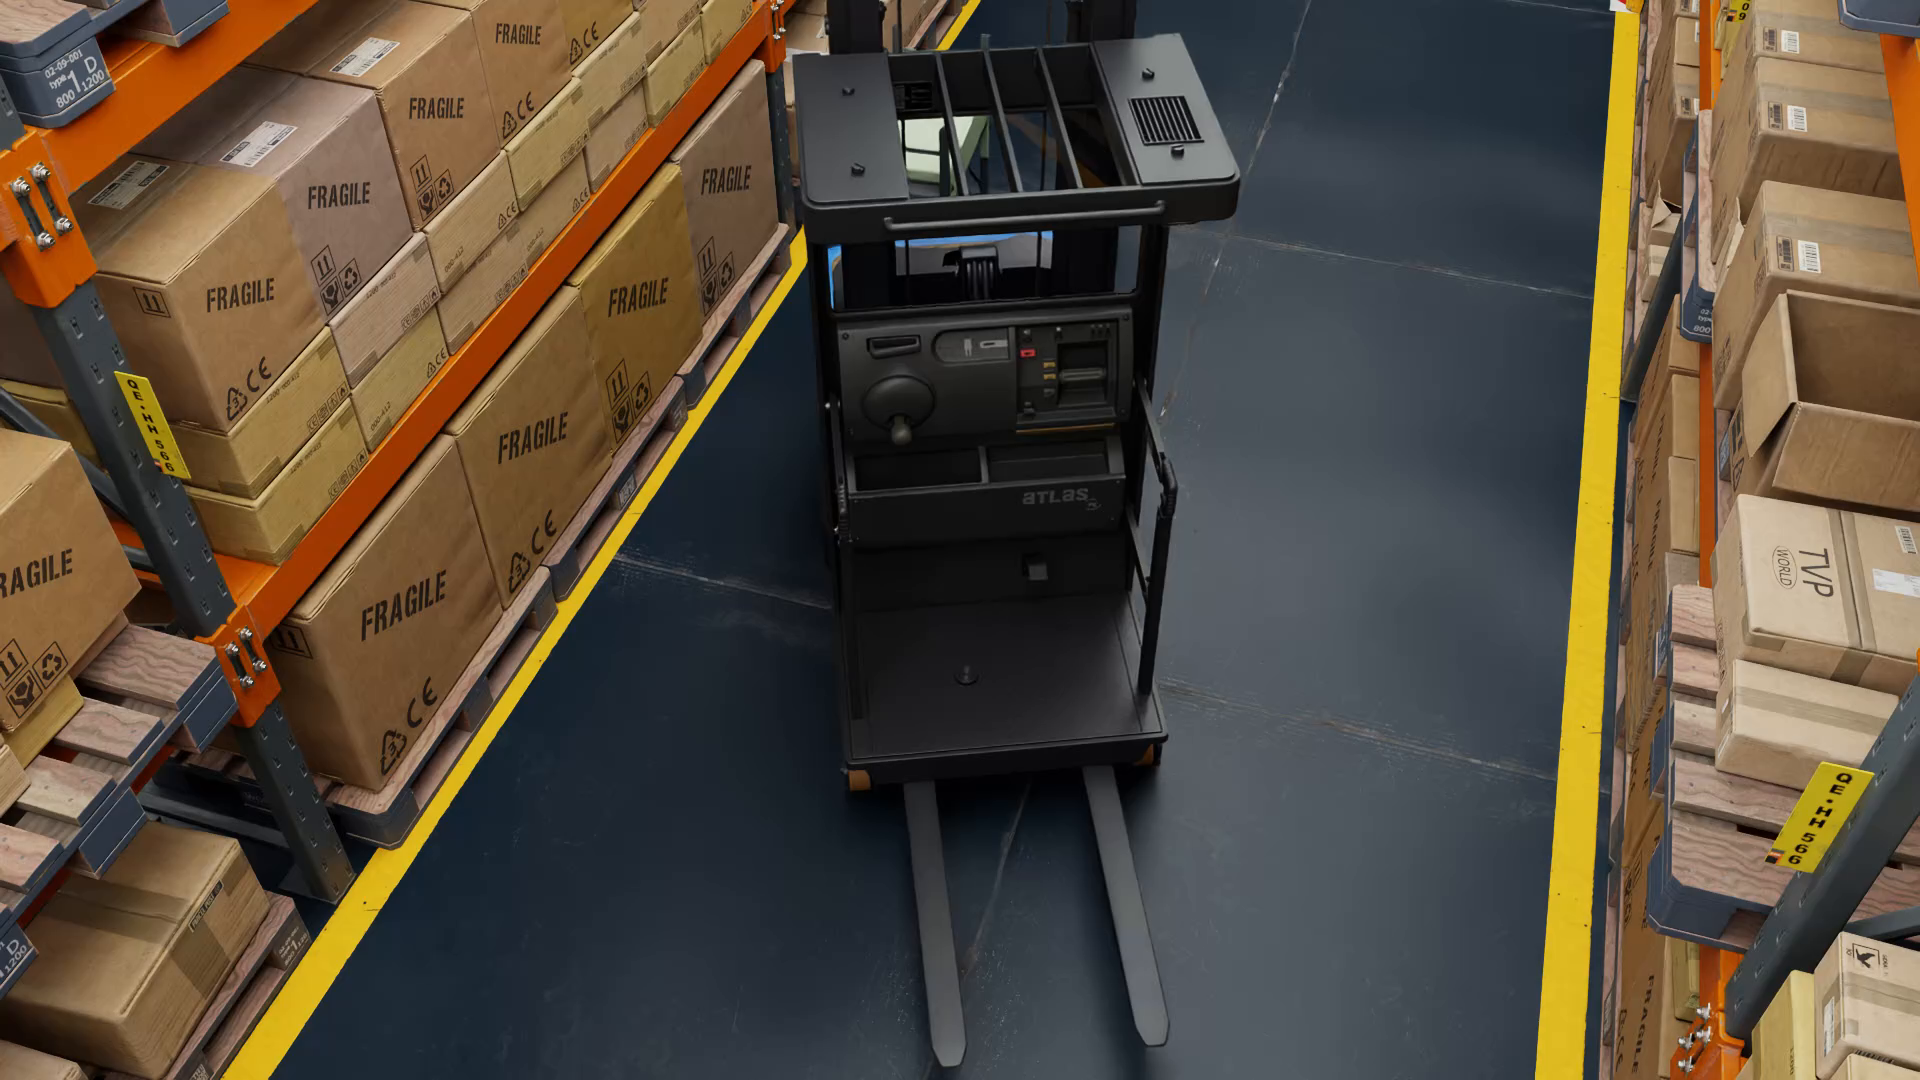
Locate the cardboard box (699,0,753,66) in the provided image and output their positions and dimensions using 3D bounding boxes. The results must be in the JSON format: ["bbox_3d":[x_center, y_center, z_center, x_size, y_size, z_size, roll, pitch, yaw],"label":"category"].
[{"bbox_3d":[-1.206,-2.265,7.027,0.500,0.250,0.500,12,46,12],"label":"cardboard box"}]

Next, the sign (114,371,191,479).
[{"bbox_3d":[-2.002,-0.281,4.122,0.100,0.325,0.005,13,46,13],"label":"sign"}]

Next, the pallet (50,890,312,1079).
[{"bbox_3d":[-2.760,1.513,5.053,1.003,0.211,1.213,13,46,13],"label":"pallet"}]

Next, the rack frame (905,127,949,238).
[{"bbox_3d":[-0.237,-1.017,6.717,0.400,1.500,0.023,9,45,9],"label":"rack frame"}]

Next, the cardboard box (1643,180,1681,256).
[{"bbox_3d":[3.418,-1.466,7.758,0.396,0.266,0.258,14,46,14],"label":"cardboard box"}]

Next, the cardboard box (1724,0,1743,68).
[{"bbox_3d":[3.343,-2.066,6.611,0.500,0.250,0.500,14,46,14],"label":"cardboard box"}]

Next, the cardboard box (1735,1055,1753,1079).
[{"bbox_3d":[1.843,1.342,3.341,0.500,0.250,0.500,13,46,13],"label":"cardboard box"}]

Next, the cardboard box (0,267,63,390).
[{"bbox_3d":[-2.614,-0.798,4.634,0.500,0.500,0.500,11,46,11],"label":"cardboard box"}]

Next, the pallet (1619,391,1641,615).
[{"bbox_3d":[3.211,-0.075,6.676,1.003,0.211,1.213,13,46,13],"label":"pallet"}]

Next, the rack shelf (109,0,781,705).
[{"bbox_3d":[-1.916,-1.081,6.224,1.077,0.370,4.000,13,46,13],"label":"rack shelf"}]

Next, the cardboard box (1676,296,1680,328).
[{"bbox_3d":[3.059,-0.928,6.577,0.380,0.149,0.250,15,46,14],"label":"cardboard box"}]

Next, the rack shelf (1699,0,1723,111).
[{"bbox_3d":[4.027,-2.698,7.877,1.077,0.370,4.000,13,46,13],"label":"rack shelf"}]

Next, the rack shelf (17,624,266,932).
[{"bbox_3d":[-3.127,1.586,3.499,1.077,0.370,4.000,13,46,13],"label":"rack shelf"}]

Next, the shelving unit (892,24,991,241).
[{"bbox_3d":[-0.157,-1.267,6.972,0.431,1.500,0.755,9,45,9],"label":"shelving unit"}]

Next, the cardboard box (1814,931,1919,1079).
[{"bbox_3d":[1.833,0.927,3.123,0.380,0.149,0.250,14,46,14],"label":"cardboard box"}]

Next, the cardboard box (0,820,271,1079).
[{"bbox_3d":[-2.702,1.159,4.999,0.950,0.372,0.625,10,45,10],"label":"cardboard box"}]

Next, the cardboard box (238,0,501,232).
[{"bbox_3d":[-1.827,-1.349,5.197,0.500,0.500,0.500,14,46,14],"label":"cardboard box"}]

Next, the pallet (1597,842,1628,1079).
[{"bbox_3d":[2.472,1.551,5.014,1.003,0.211,1.213,13,46,13],"label":"pallet"}]

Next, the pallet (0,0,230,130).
[{"bbox_3d":[-2.377,-1.450,4.077,1.213,0.211,1.003,15,46,14],"label":"pallet"}]

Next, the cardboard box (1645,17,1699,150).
[{"bbox_3d":[3.806,-2.264,8.406,0.500,0.500,0.500,13,46,13],"label":"cardboard box"}]

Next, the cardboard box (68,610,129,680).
[{"bbox_3d":[-2.397,0.204,4.277,0.380,0.149,0.250,14,46,14],"label":"cardboard box"}]

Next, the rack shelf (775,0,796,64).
[{"bbox_3d":[-0.705,-3.747,8.949,1.077,0.370,4.000,13,46,13],"label":"rack shelf"}]

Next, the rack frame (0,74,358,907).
[{"bbox_3d":[-2.522,-0.005,4.610,1.000,3.000,0.127,13,46,13],"label":"rack frame"}]

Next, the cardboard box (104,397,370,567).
[{"bbox_3d":[-2.134,-0.224,4.941,0.500,0.250,0.500,12,46,12],"label":"cardboard box"}]

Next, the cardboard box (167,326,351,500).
[{"bbox_3d":[-2.133,-0.415,4.779,0.500,0.250,0.500,12,46,12],"label":"cardboard box"}]

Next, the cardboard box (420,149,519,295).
[{"bbox_3d":[-1.813,-1.089,5.468,0.500,0.250,0.500,12,46,12],"label":"cardboard box"}]

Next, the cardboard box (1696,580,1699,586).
[{"bbox_3d":[2.546,0.295,5.327,0.380,0.149,0.250,11,45,11],"label":"cardboard box"}]

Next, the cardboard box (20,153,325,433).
[{"bbox_3d":[-2.139,-0.675,4.508,0.500,0.500,0.500,11,45,11],"label":"cardboard box"}]

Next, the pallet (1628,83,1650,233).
[{"bbox_3d":[3.998,-1.899,8.539,1.003,0.211,1.213,13,46,13],"label":"pallet"}]

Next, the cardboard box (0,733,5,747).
[{"bbox_3d":[-2.541,0.412,3.600,0.500,0.500,0.500,12,46,12],"label":"cardboard box"}]

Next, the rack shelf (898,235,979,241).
[{"bbox_3d":[-0.157,-1.034,7.200,0.431,0.370,0.720,9,45,9],"label":"rack shelf"}]

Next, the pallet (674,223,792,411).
[{"bbox_3d":[-1.472,-1.144,7.768,1.003,0.211,1.213,13,46,13],"label":"pallet"}]

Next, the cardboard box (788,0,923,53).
[{"bbox_3d":[-0.747,-2.898,9.098,0.875,0.438,0.875,11,45,11],"label":"cardboard box"}]

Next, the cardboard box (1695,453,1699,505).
[{"bbox_3d":[2.801,-0.209,5.842,0.380,0.149,0.250,12,46,12],"label":"cardboard box"}]

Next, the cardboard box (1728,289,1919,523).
[{"bbox_3d":[2.528,-0.270,4.507,0.797,0.503,0.637,12,46,12],"label":"cardboard box"}]

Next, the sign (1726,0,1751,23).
[{"bbox_3d":[2.902,-2.041,6.072,0.100,0.325,0.005,13,46,13],"label":"sign"}]

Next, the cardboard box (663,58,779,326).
[{"bbox_3d":[-1.422,-1.631,7.491,0.875,0.875,0.875,14,46,14],"label":"cardboard box"}]

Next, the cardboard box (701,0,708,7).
[{"bbox_3d":[-1.212,-2.450,6.859,0.500,0.250,0.500,12,46,12],"label":"cardboard box"}]

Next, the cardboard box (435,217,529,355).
[{"bbox_3d":[-1.831,-0.918,5.651,0.500,0.250,0.500,14,46,14],"label":"cardboard box"}]

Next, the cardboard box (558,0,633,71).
[{"bbox_3d":[-1.528,-2.033,5.896,0.500,0.500,0.500,14,46,14],"label":"cardboard box"}]

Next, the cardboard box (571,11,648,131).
[{"bbox_3d":[-1.508,-1.769,6.163,0.500,0.250,0.500,14,46,13],"label":"cardboard box"}]

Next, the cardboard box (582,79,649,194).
[{"bbox_3d":[-1.532,-1.593,6.341,0.500,0.250,0.500,11,46,11],"label":"cardboard box"}]

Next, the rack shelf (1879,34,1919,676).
[{"bbox_3d":[2.816,-1.104,4.103,1.077,0.370,4.000,13,46,13],"label":"rack shelf"}]

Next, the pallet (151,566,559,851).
[{"bbox_3d":[-2.211,0.483,6.106,1.003,0.211,1.213,13,46,13],"label":"pallet"}]

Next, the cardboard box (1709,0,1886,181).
[{"bbox_3d":[3.062,-1.533,5.800,0.700,0.500,0.500,14,46,14],"label":"cardboard box"}]

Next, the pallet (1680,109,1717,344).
[{"bbox_3d":[3.075,-1.044,5.809,1.003,0.211,1.213,13,46,13],"label":"pallet"}]

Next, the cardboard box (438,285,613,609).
[{"bbox_3d":[-1.959,-0.432,6.265,0.875,0.875,0.875,13,46,13],"label":"cardboard box"}]

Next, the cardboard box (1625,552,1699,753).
[{"bbox_3d":[2.590,0.429,5.654,0.500,0.500,0.500,11,45,11],"label":"cardboard box"}]

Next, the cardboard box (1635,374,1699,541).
[{"bbox_3d":[2.909,-0.247,6.345,0.500,0.500,0.500,12,46,12],"label":"cardboard box"}]

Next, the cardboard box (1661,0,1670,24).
[{"bbox_3d":[4.357,-3.158,9.318,0.797,0.503,0.637,11,45,11],"label":"cardboard box"}]

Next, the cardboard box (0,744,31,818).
[{"bbox_3d":[-2.443,0.575,3.897,0.380,0.149,0.250,12,46,12],"label":"cardboard box"}]

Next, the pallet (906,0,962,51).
[{"bbox_3d":[-0.638,-2.980,9.645,1.003,0.211,1.213,13,46,12],"label":"pallet"}]

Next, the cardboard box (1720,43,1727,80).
[{"bbox_3d":[3.335,-1.976,6.805,0.380,0.149,0.250,14,46,14],"label":"cardboard box"}]

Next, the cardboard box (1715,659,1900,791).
[{"bbox_3d":[2.043,0.465,4.010,0.380,0.149,0.250,13,46,13],"label":"cardboard box"}]

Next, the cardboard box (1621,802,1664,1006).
[{"bbox_3d":[2.295,1.129,4.939,0.500,0.500,0.500,12,46,12],"label":"cardboard box"}]

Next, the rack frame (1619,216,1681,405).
[{"bbox_3d":[3.421,-1.622,6.263,1.000,3.000,0.127,13,46,13],"label":"rack frame"}]

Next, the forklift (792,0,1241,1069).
[{"bbox_3d":[0.111,-0.425,5.089,1.130,2.935,3.031,-4,45,-5],"label":"forklift"}]

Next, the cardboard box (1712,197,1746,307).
[{"bbox_3d":[2.635,-0.879,5.300,0.396,0.266,0.258,15,46,14],"label":"cardboard box"}]
